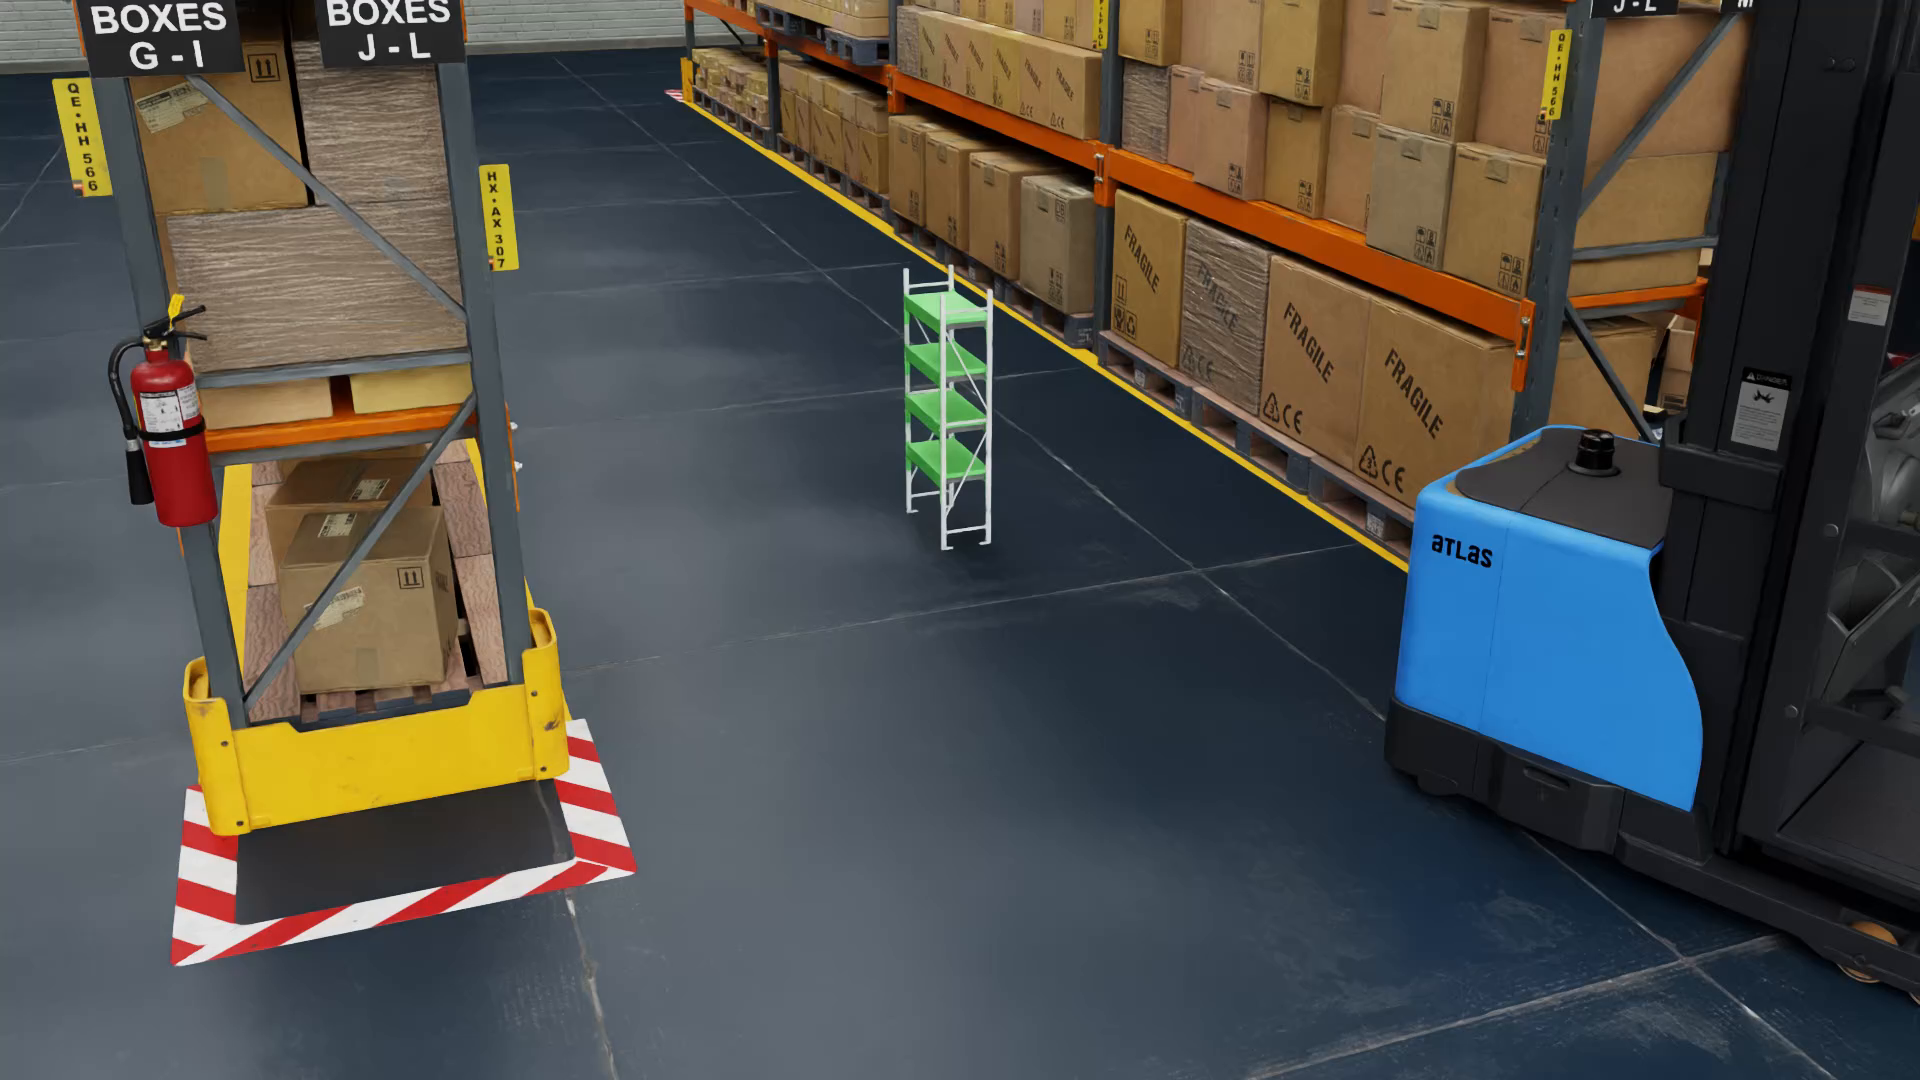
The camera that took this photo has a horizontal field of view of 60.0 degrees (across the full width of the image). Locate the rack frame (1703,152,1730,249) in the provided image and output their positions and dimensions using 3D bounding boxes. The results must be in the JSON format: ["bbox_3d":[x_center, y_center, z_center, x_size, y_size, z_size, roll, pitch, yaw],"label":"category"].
[{"bbox_3d":[5.923,-3.332,11.794,1.000,3.000,0.127,-8,24,-19],"label":"rack frame"}]

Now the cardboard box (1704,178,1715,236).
[{"bbox_3d":[5.735,-2.505,12.674,0.950,0.372,0.625,-8,24,-18],"label":"cardboard box"}]

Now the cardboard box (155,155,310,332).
[{"bbox_3d":[-2.393,-1.071,5.917,0.875,0.500,0.500,-8,24,-19],"label":"cardboard box"}]

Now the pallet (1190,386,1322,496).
[{"bbox_3d":[1.958,-0.600,8.902,1.003,0.211,1.213,-8,24,-19],"label":"pallet"}]

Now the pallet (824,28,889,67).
[{"bbox_3d":[-0.437,-4.226,14.161,1.213,0.211,1.003,-8,24,-19],"label":"pallet"}]

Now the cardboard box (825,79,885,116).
[{"bbox_3d":[-0.926,-4.038,15.181,0.500,0.250,0.500,-8,24,-18],"label":"cardboard box"}]

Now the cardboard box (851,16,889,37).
[{"bbox_3d":[-0.690,-4.264,13.787,0.380,0.149,0.250,-8,24,-18],"label":"cardboard box"}]

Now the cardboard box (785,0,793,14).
[{"bbox_3d":[-1.424,-5.020,15.580,0.380,0.149,0.250,-9,25,-21],"label":"cardboard box"}]

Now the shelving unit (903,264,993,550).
[{"bbox_3d":[-0.058,-0.613,7.660,0.258,1.200,0.503,-8,24,-19],"label":"shelving unit"}]

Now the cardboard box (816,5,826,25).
[{"bbox_3d":[-1.048,-4.636,14.670,0.380,0.149,0.250,-9,25,-21],"label":"cardboard box"}]

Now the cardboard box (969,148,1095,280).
[{"bbox_3d":[0.687,-2.337,11.789,1.050,0.750,0.750,-8,24,-19],"label":"cardboard box"}]

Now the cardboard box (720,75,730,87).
[{"bbox_3d":[-2.582,-5.392,19.428,0.380,0.149,0.250,-10,25,-22],"label":"cardboard box"}]

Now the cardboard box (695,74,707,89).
[{"bbox_3d":[-3.026,-5.622,20.357,0.380,0.149,0.250,-8,24,-18],"label":"cardboard box"}]

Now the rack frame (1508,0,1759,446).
[{"bbox_3d":[2.741,-1.163,6.647,1.000,3.000,0.127,-8,24,-19],"label":"rack frame"}]

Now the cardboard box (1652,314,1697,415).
[{"bbox_3d":[4.347,-1.019,9.520,0.637,0.503,0.797,12,26,27],"label":"cardboard box"}]

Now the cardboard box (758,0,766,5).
[{"bbox_3d":[-1.790,-5.395,16.470,0.380,0.149,0.250,-10,25,-22],"label":"cardboard box"}]

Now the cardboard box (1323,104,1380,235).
[{"bbox_3d":[2.272,-1.778,7.914,0.875,0.550,0.550,-8,24,-19],"label":"cardboard box"}]

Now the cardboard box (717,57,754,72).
[{"bbox_3d":[-2.611,-5.520,19.348,0.380,0.149,0.250,-7,24,-17],"label":"cardboard box"}]

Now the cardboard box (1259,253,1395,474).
[{"bbox_3d":[2.127,-0.934,8.299,0.875,0.875,0.875,-9,24,-20],"label":"cardboard box"}]

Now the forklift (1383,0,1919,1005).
[{"bbox_3d":[2.878,-0.264,4.602,3.031,2.935,1.130,21,30,40],"label":"forklift"}]

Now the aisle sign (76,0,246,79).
[{"bbox_3d":[-2.194,-1.653,4.464,0.394,0.787,0.004,-8,24,-19],"label":"aisle sign"}]

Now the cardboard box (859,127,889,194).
[{"bbox_3d":[-0.562,-3.315,14.430,0.500,0.500,0.500,-8,24,-19],"label":"cardboard box"}]

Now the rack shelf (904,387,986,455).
[{"bbox_3d":[-0.058,-0.554,7.684,0.258,0.148,0.480,-8,24,-19],"label":"rack shelf"}]

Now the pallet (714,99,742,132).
[{"bbox_3d":[-2.204,-4.921,19.154,1.003,0.211,1.213,-8,24,-19],"label":"pallet"}]

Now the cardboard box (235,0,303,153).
[{"bbox_3d":[-2.717,-1.692,6.103,0.500,0.500,0.500,-8,24,-19],"label":"cardboard box"}]

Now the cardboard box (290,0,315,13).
[{"bbox_3d":[-2.222,-1.764,6.275,0.500,0.500,0.500,-8,24,-19],"label":"cardboard box"}]

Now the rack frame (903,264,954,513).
[{"bbox_3d":[-0.145,-0.702,7.870,0.240,1.200,0.015,-8,24,-19],"label":"rack frame"}]

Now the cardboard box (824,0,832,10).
[{"bbox_3d":[-0.965,-4.685,14.402,0.380,0.149,0.250,-8,24,-19],"label":"cardboard box"}]

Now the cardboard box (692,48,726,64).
[{"bbox_3d":[-3.044,-5.893,20.235,0.380,0.149,0.250,-10,25,-21],"label":"cardboard box"}]

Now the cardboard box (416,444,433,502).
[{"bbox_3d":[-2.742,-0.441,7.613,0.500,0.500,0.500,-11,25,-24],"label":"cardboard box"}]

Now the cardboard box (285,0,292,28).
[{"bbox_3d":[-3.498,-2.750,9.100,1.000,1.000,1.000,-8,24,-19],"label":"cardboard box"}]

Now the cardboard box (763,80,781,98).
[{"bbox_3d":[-1.868,-4.771,17.571,0.380,0.149,0.250,-8,24,-17],"label":"cardboard box"}]

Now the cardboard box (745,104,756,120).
[{"bbox_3d":[-2.123,-4.692,18.149,0.380,0.149,0.250,-9,25,-21],"label":"cardboard box"}]

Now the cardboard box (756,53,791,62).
[{"bbox_3d":[-2.210,-5.694,19.762,0.380,0.149,0.250,-9,25,-21],"label":"cardboard box"}]

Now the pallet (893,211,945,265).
[{"bbox_3d":[0.123,-2.488,13.381,1.003,0.211,1.213,-8,24,-19],"label":"pallet"}]

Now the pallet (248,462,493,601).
[{"bbox_3d":[-2.643,-0.004,7.488,1.003,0.211,1.213,-8,24,-19],"label":"pallet"}]

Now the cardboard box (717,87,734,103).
[{"bbox_3d":[-2.589,-5.159,19.258,0.380,0.149,0.250,-10,25,-22],"label":"cardboard box"}]

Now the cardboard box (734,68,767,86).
[{"bbox_3d":[-2.290,-5.138,18.443,0.380,0.149,0.250,-10,25,-22],"label":"cardboard box"}]

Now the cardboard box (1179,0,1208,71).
[{"bbox_3d":[1.729,-2.860,9.091,0.875,0.550,0.550,-8,24,-19],"label":"cardboard box"}]

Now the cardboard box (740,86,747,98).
[{"bbox_3d":[-2.231,-4.997,18.490,0.380,0.149,0.250,-8,24,-18],"label":"cardboard box"}]

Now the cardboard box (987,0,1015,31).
[{"bbox_3d":[0.608,-3.857,11.622,0.700,0.500,0.500,-9,24,-20],"label":"cardboard box"}]

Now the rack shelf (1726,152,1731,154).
[{"bbox_3d":[6.629,-2.274,10.209,1.077,0.370,4.000,-8,24,-19],"label":"rack shelf"}]

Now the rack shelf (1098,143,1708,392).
[{"bbox_3d":[2.034,-1.558,8.511,1.077,0.370,4.000,-8,24,-19],"label":"rack shelf"}]

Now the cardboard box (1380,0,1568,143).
[{"bbox_3d":[2.365,-2.057,7.185,0.875,0.550,0.550,-8,24,-19],"label":"cardboard box"}]

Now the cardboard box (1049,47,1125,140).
[{"bbox_3d":[0.893,-2.815,10.439,0.500,0.500,0.500,-8,24,-19],"label":"cardboard box"}]

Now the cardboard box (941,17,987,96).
[{"bbox_3d":[0.181,-3.548,12.177,0.500,0.500,0.500,-8,24,-19],"label":"cardboard box"}]

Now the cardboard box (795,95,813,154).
[{"bbox_3d":[-1.297,-4.068,16.217,0.500,0.500,0.500,-7,24,-17],"label":"cardboard box"}]

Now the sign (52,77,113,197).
[{"bbox_3d":[-2.461,-1.129,4.670,0.100,0.325,0.005,-8,24,-19],"label":"sign"}]

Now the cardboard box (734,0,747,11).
[{"bbox_3d":[-2.242,-5.855,18.102,0.380,0.149,0.250,-9,25,-21],"label":"cardboard box"}]

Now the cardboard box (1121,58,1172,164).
[{"bbox_3d":[1.469,-2.553,9.752,0.875,0.550,0.550,-8,24,-19],"label":"cardboard box"}]
